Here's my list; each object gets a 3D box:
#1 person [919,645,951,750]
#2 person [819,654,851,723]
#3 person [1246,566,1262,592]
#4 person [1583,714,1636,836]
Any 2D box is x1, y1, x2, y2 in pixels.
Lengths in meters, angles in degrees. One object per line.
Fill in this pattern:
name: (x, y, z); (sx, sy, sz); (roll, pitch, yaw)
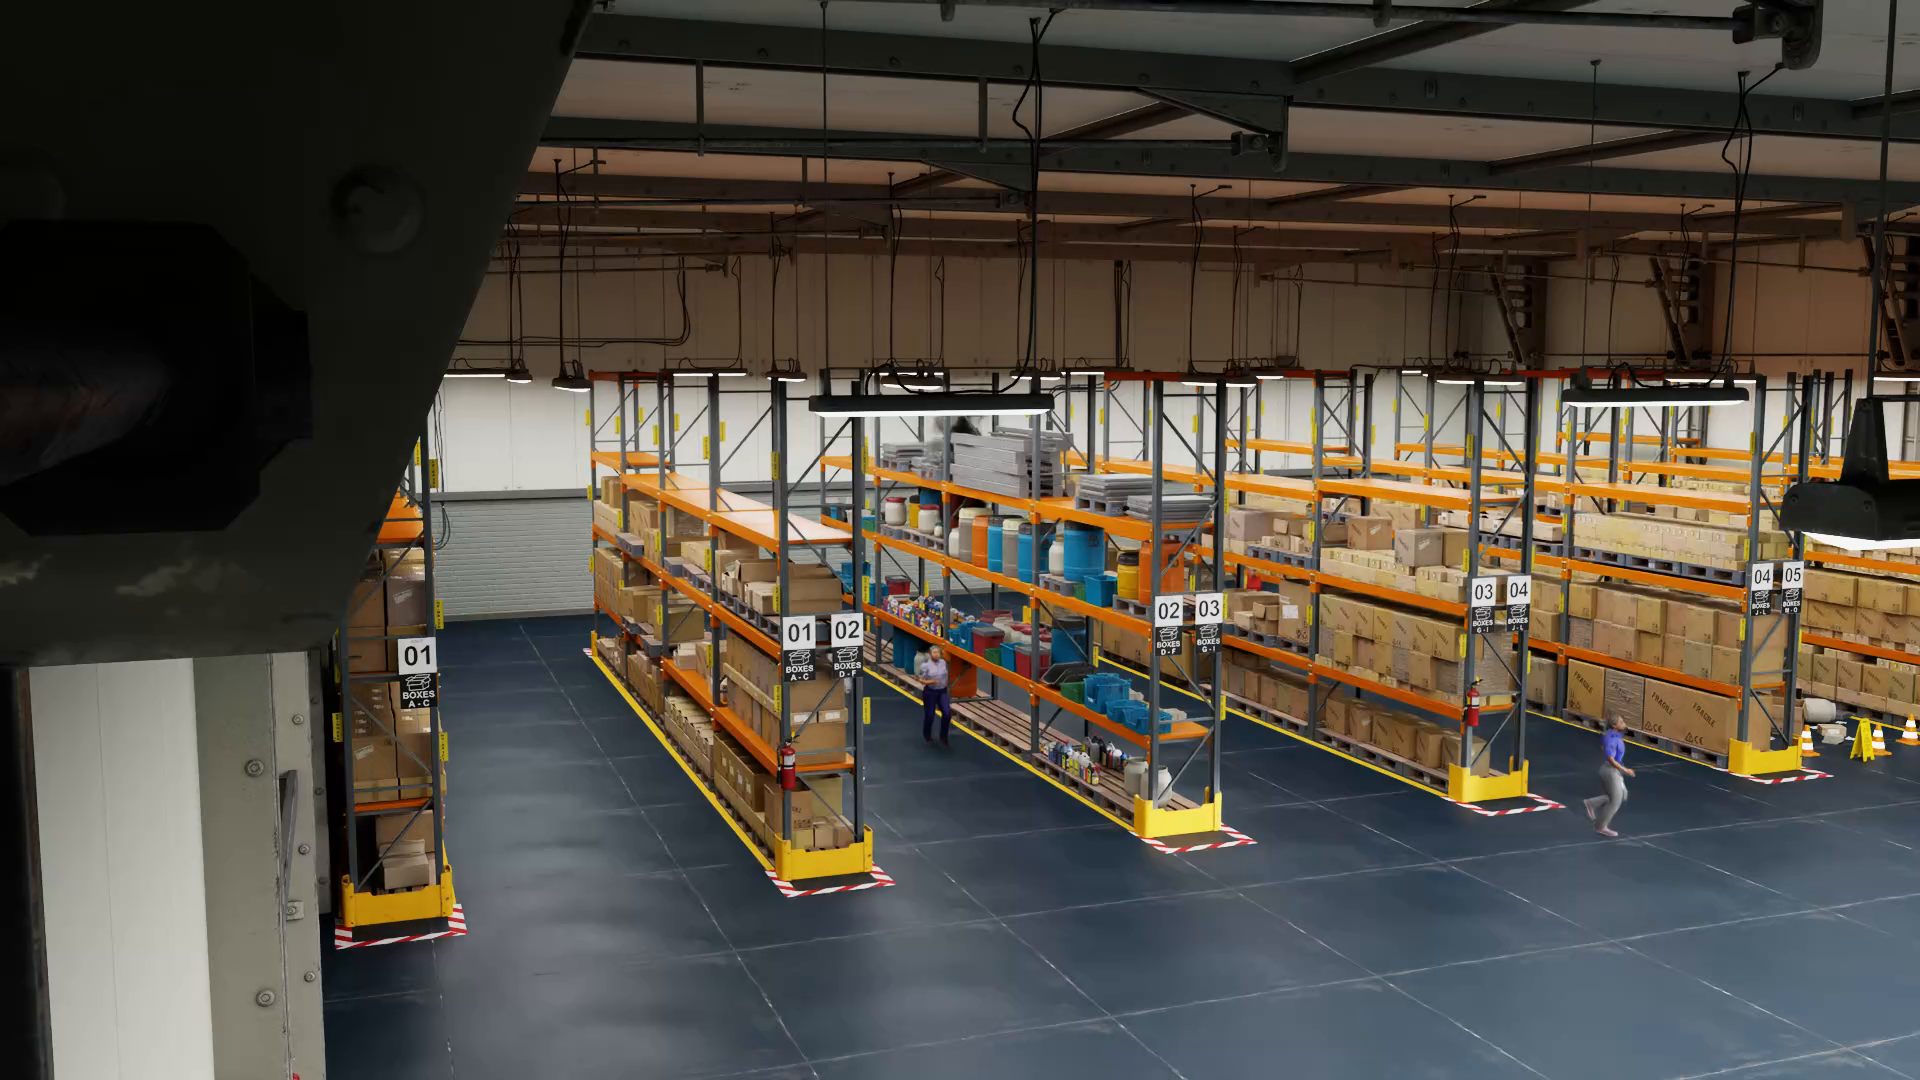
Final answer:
person: (-0.402, 2.540, 26.818); (0.583, 1.707, 0.746); (-2, 7, -20)
person: (-2.123, 2.267, 28.737); (0.692, 1.745, 0.593); (-4, 7, -29)
person: (6.357, 1.412, 36.234); (0.662, 1.715, 0.987); (-2, 7, -18)
person: (8.593, 3.096, 21.984); (0.630, 1.607, 0.597); (2, 7, 21)
